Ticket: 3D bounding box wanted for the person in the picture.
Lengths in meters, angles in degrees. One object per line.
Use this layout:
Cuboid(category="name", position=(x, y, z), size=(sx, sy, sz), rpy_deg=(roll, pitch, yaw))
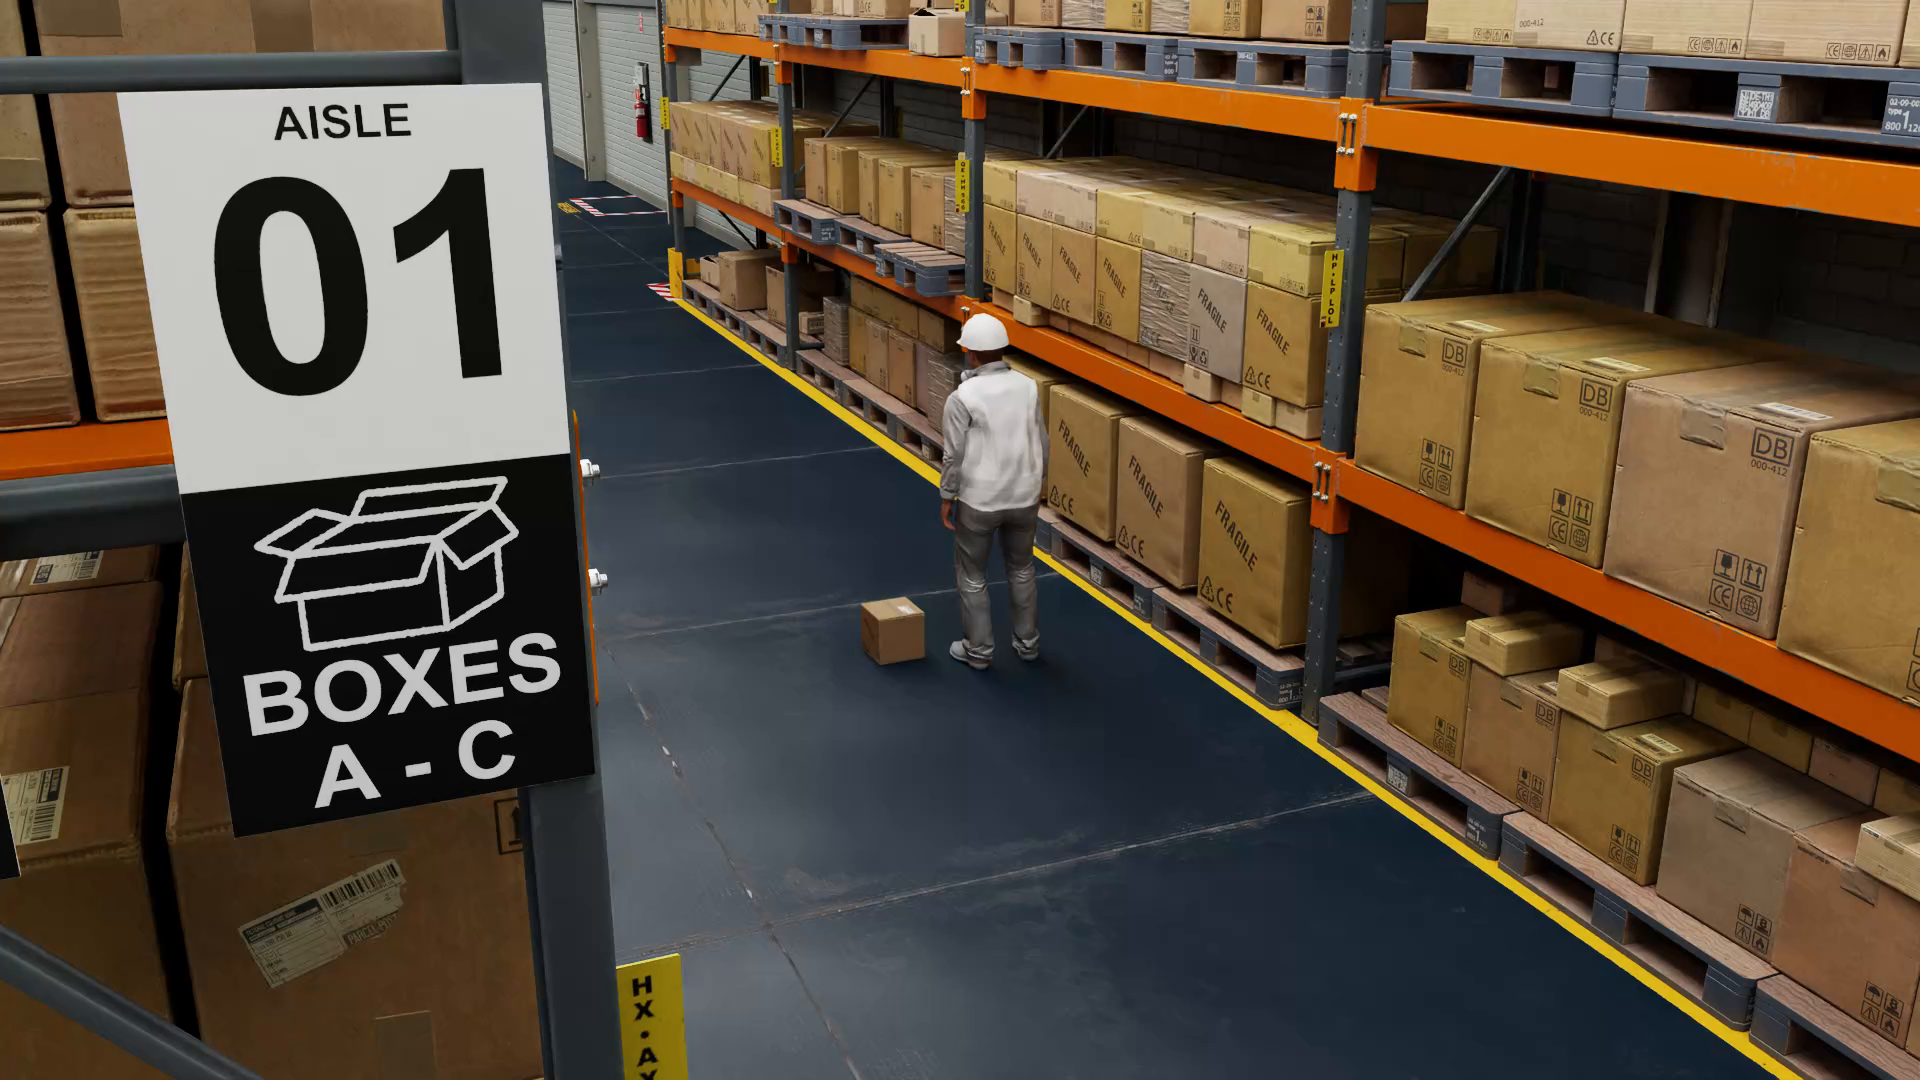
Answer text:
Cuboid(category="person", position=(0.165, -0.228, 8.201), size=(0.585, 1.767, 0.463), rpy_deg=(-9, 21, -24))
